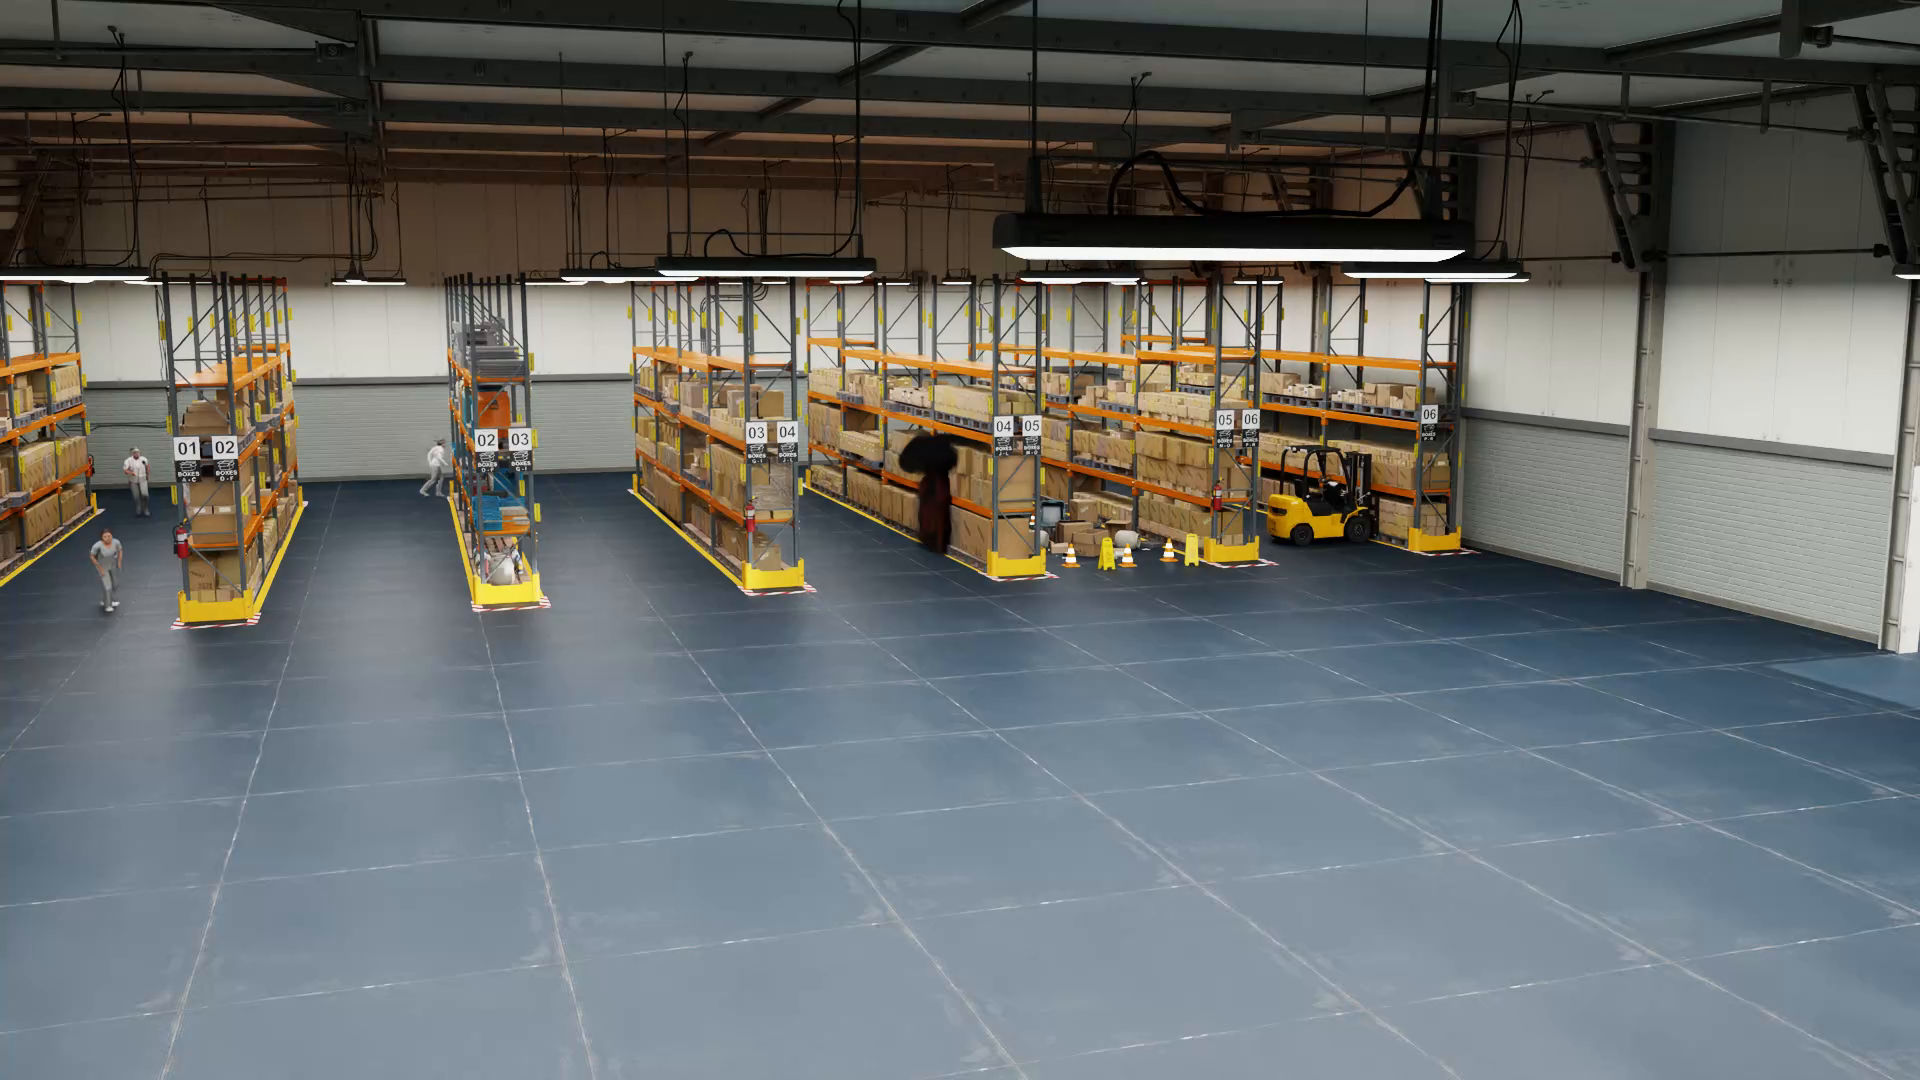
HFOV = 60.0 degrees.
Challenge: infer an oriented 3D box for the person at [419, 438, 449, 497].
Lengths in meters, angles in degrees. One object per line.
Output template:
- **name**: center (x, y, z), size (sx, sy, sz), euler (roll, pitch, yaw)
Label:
- **person**: center (-14.561, -1.993, 45.962), size (0.833, 1.643, 0.588), euler (-4, 9, -25)

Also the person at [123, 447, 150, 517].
- **person**: center (-20.771, -1.464, 42.011), size (0.613, 1.812, 0.778), euler (-5, 10, -29)

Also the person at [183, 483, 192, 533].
- **person**: center (-17.853, -0.895, 38.647), size (0.665, 1.617, 0.932), euler (-6, 11, -35)

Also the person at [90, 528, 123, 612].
- **person**: center (-15.233, 0.509, 29.685), size (0.798, 1.535, 0.636), euler (5, 10, 31)
